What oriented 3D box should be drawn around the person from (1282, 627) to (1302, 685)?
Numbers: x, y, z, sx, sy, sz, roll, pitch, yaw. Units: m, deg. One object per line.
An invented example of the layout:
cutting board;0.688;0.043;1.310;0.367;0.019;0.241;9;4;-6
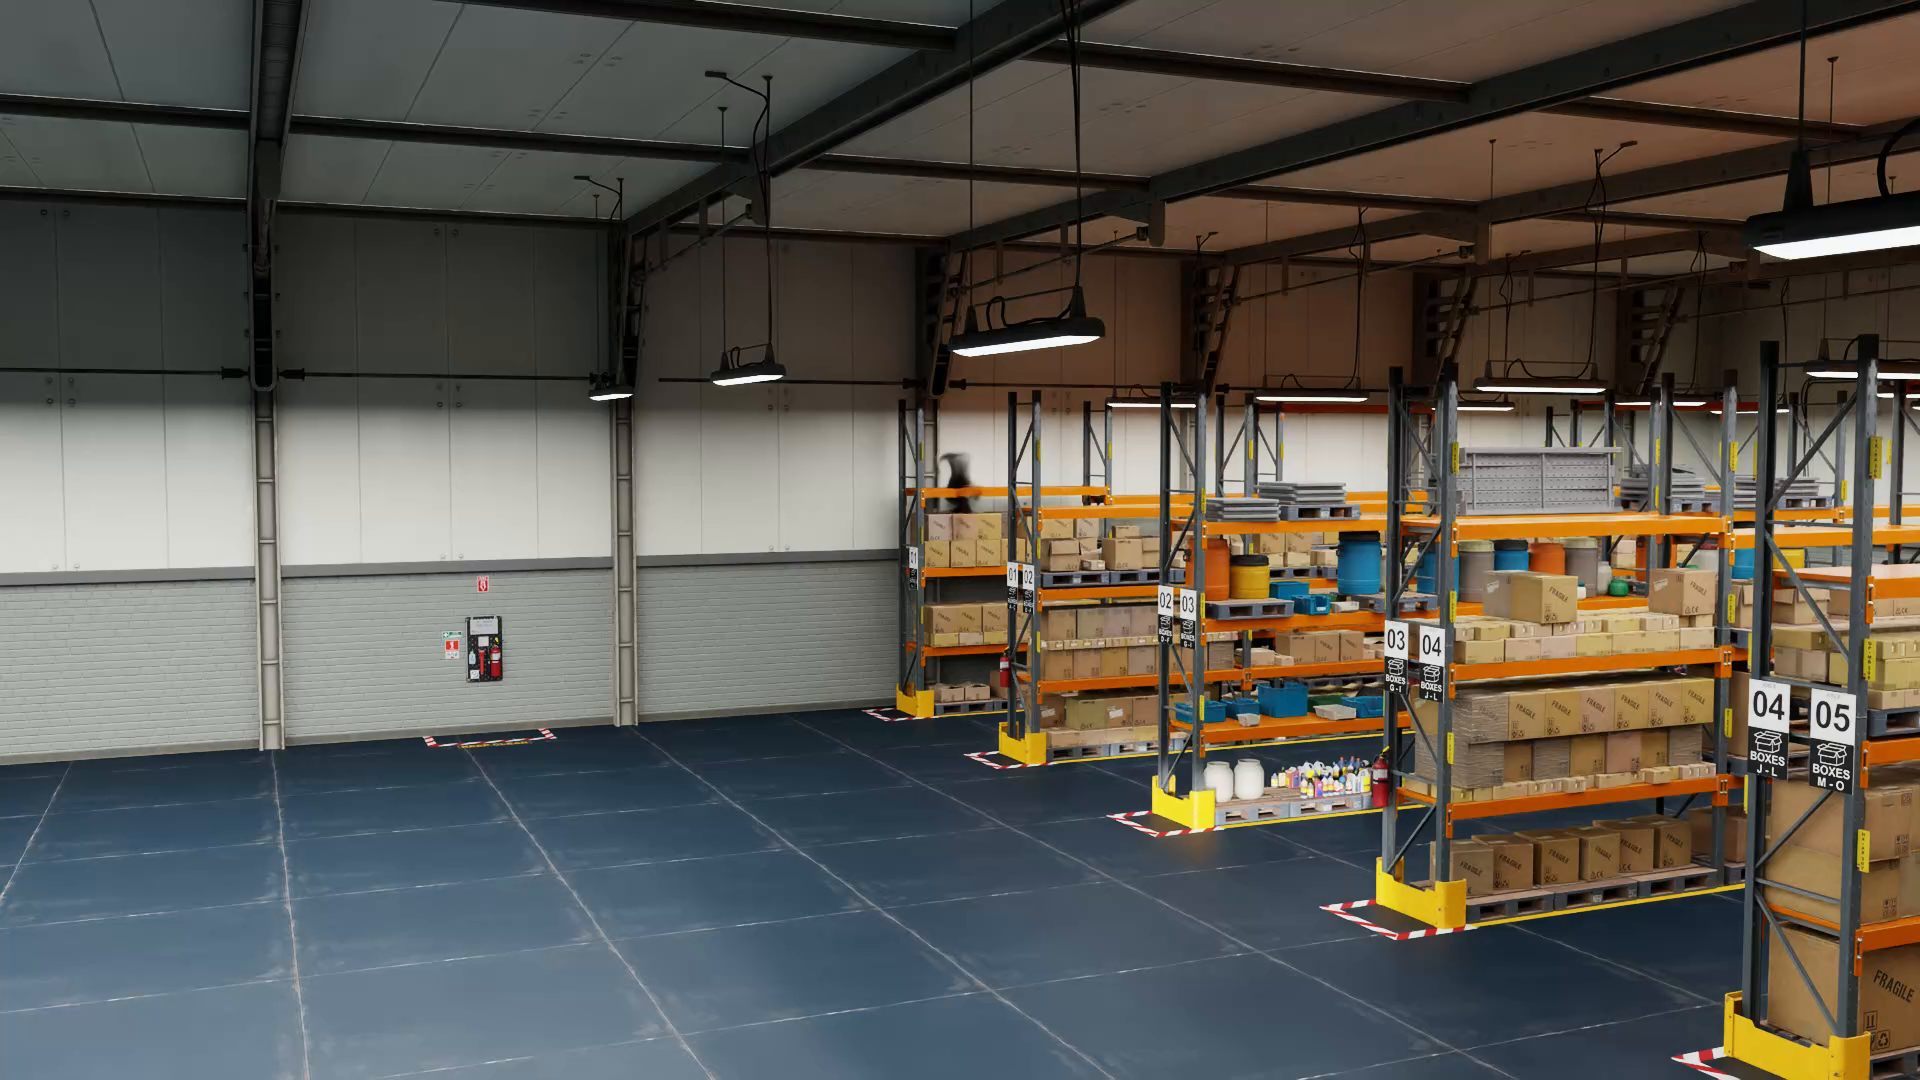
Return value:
person;6.550;2.413;32.754;0.803;1.713;0.546;-2;4;-29
